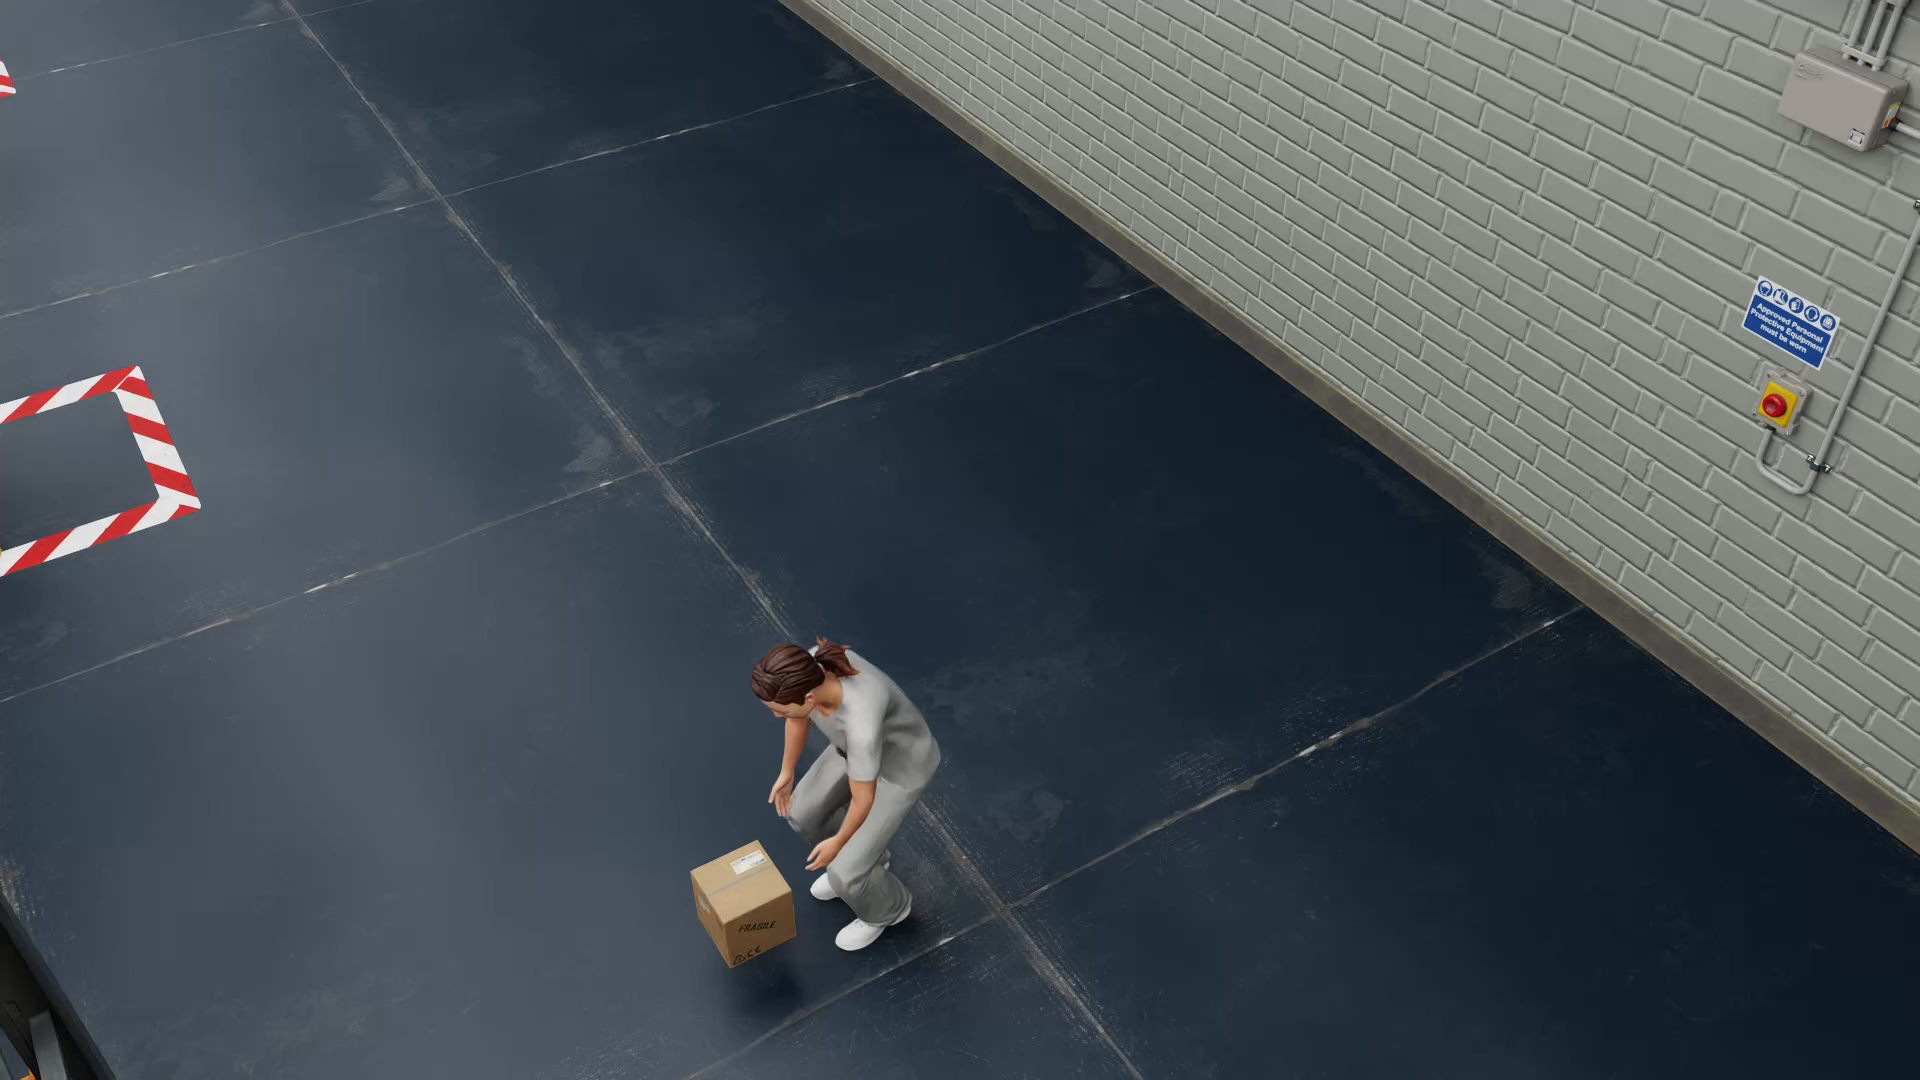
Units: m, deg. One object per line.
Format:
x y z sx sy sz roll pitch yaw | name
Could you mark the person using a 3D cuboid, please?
-0.352 0.795 5.444 0.615 1.418 0.490 -22 46 -24 | person
